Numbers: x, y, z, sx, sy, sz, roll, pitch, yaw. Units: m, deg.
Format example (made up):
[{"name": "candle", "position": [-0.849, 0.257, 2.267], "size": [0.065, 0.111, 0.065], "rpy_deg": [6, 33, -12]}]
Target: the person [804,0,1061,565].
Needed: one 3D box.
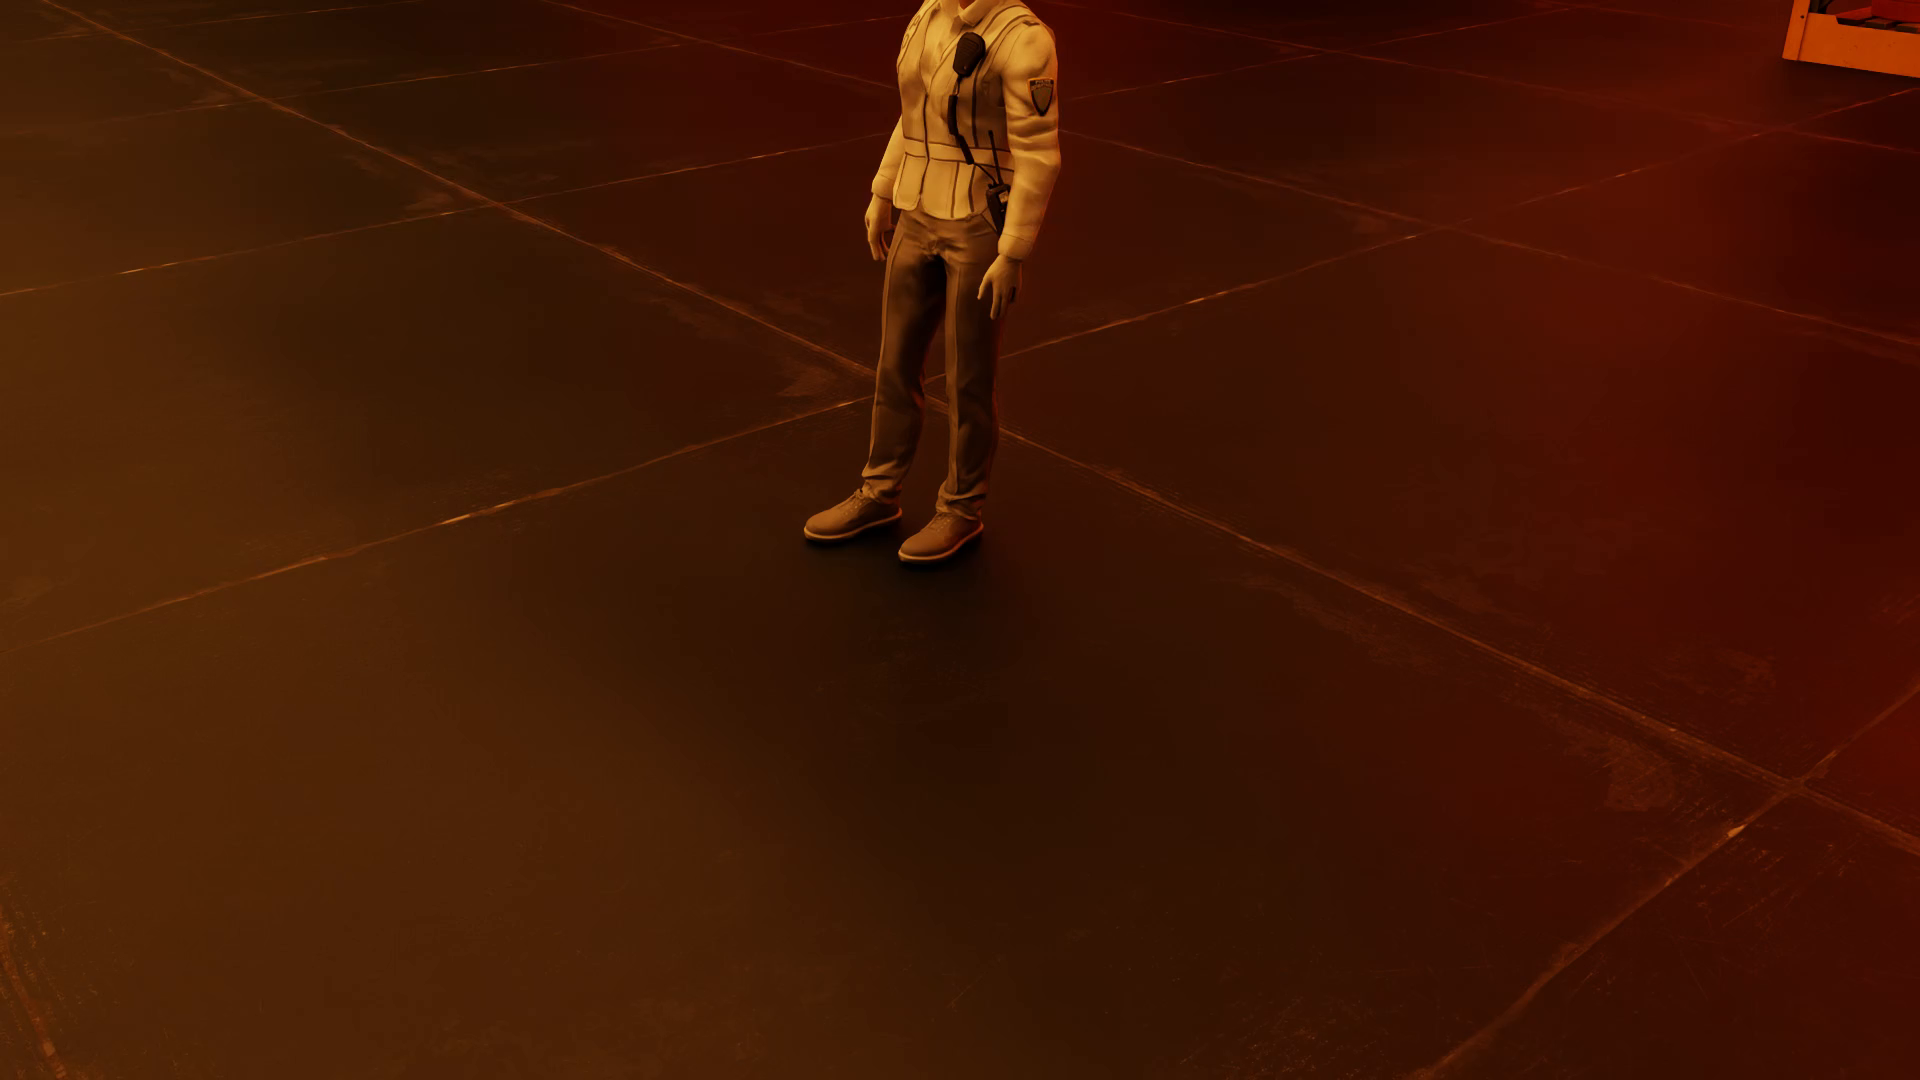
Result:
[{"name": "person", "position": [-0.058, -0.748, 4.087], "size": [0.530, 1.694, 0.586], "rpy_deg": [-20, 33, -35]}]
